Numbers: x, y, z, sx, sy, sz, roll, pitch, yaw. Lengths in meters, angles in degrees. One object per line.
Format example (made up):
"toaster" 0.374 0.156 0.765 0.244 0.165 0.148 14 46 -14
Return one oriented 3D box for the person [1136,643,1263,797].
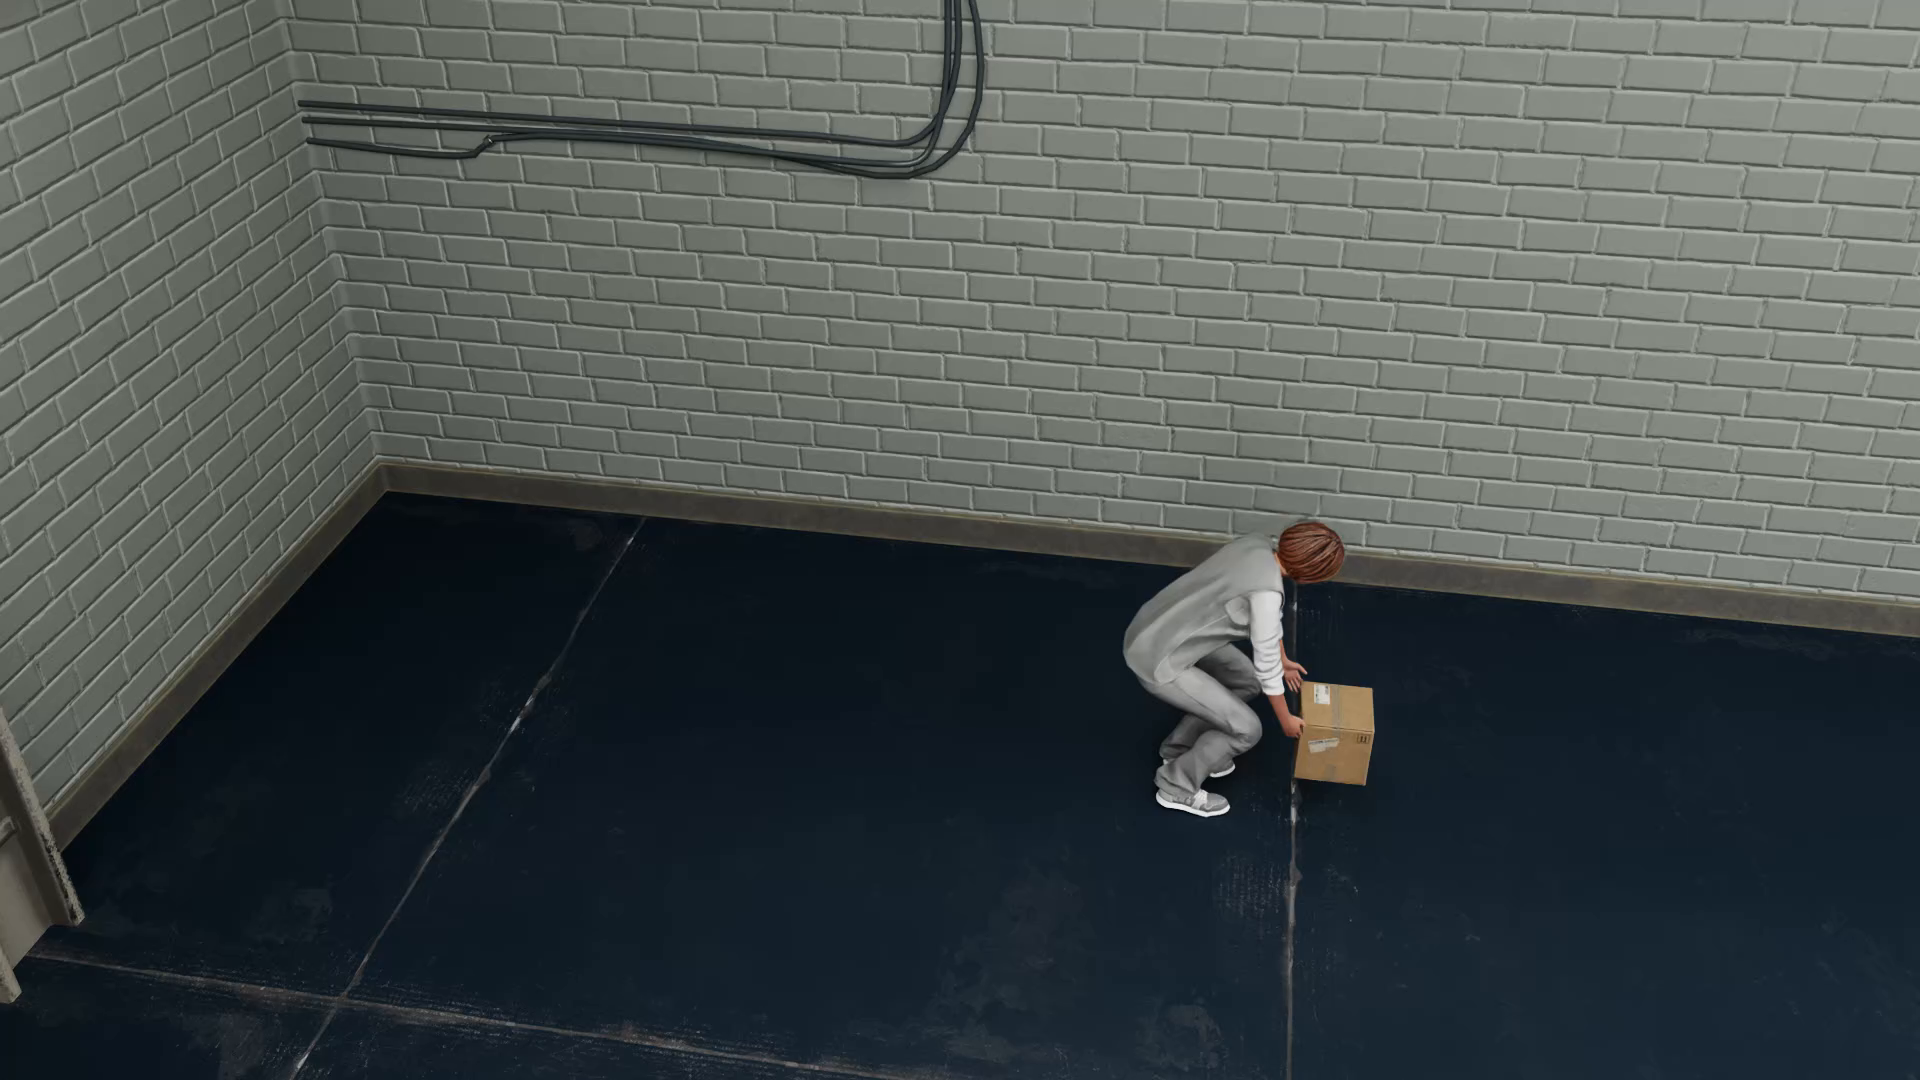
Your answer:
"person" 0.847 0.576 5.986 0.484 0.664 0.416 5 33 8
